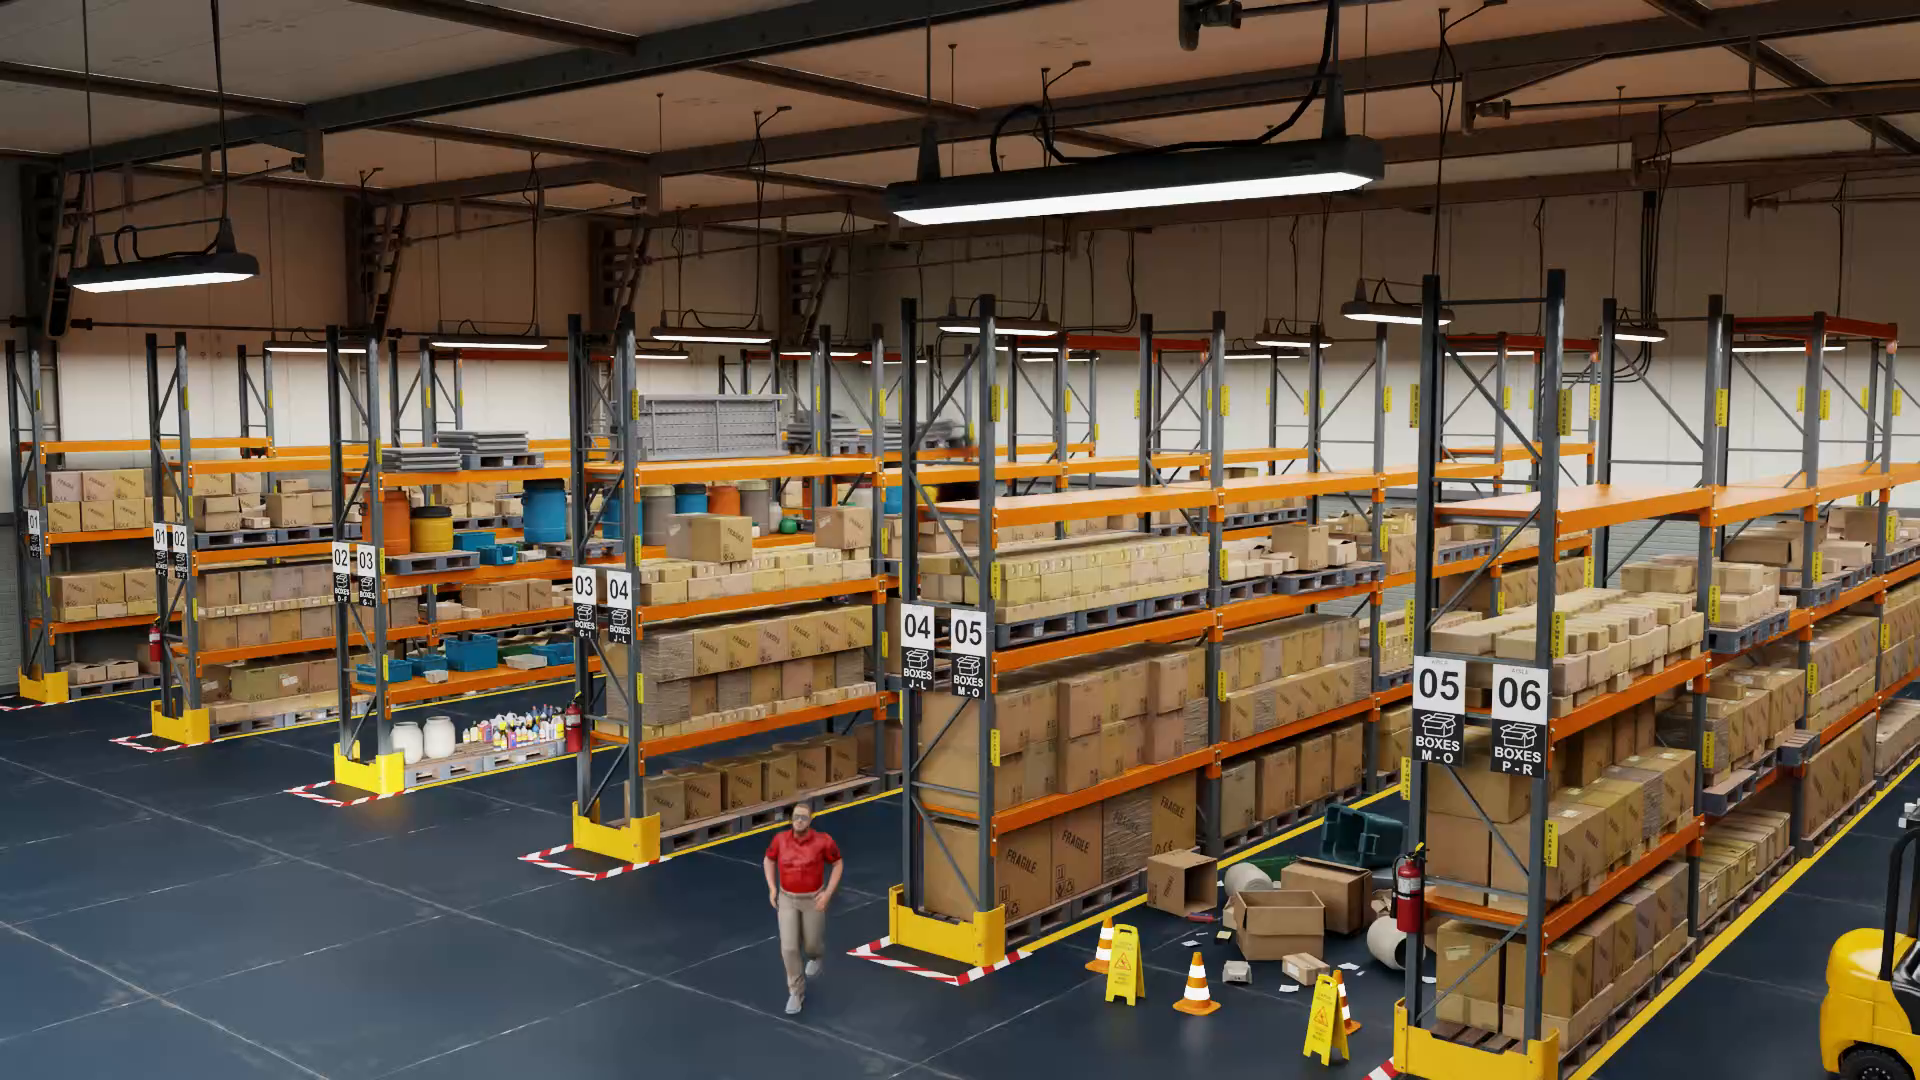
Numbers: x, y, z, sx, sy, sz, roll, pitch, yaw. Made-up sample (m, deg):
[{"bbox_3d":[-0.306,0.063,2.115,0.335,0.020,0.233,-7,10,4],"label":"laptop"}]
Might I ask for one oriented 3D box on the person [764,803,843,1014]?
[{"bbox_3d":[-1.333,3.066,14.127,0.690,1.713,0.780,0,5,2],"label":"person"}]
